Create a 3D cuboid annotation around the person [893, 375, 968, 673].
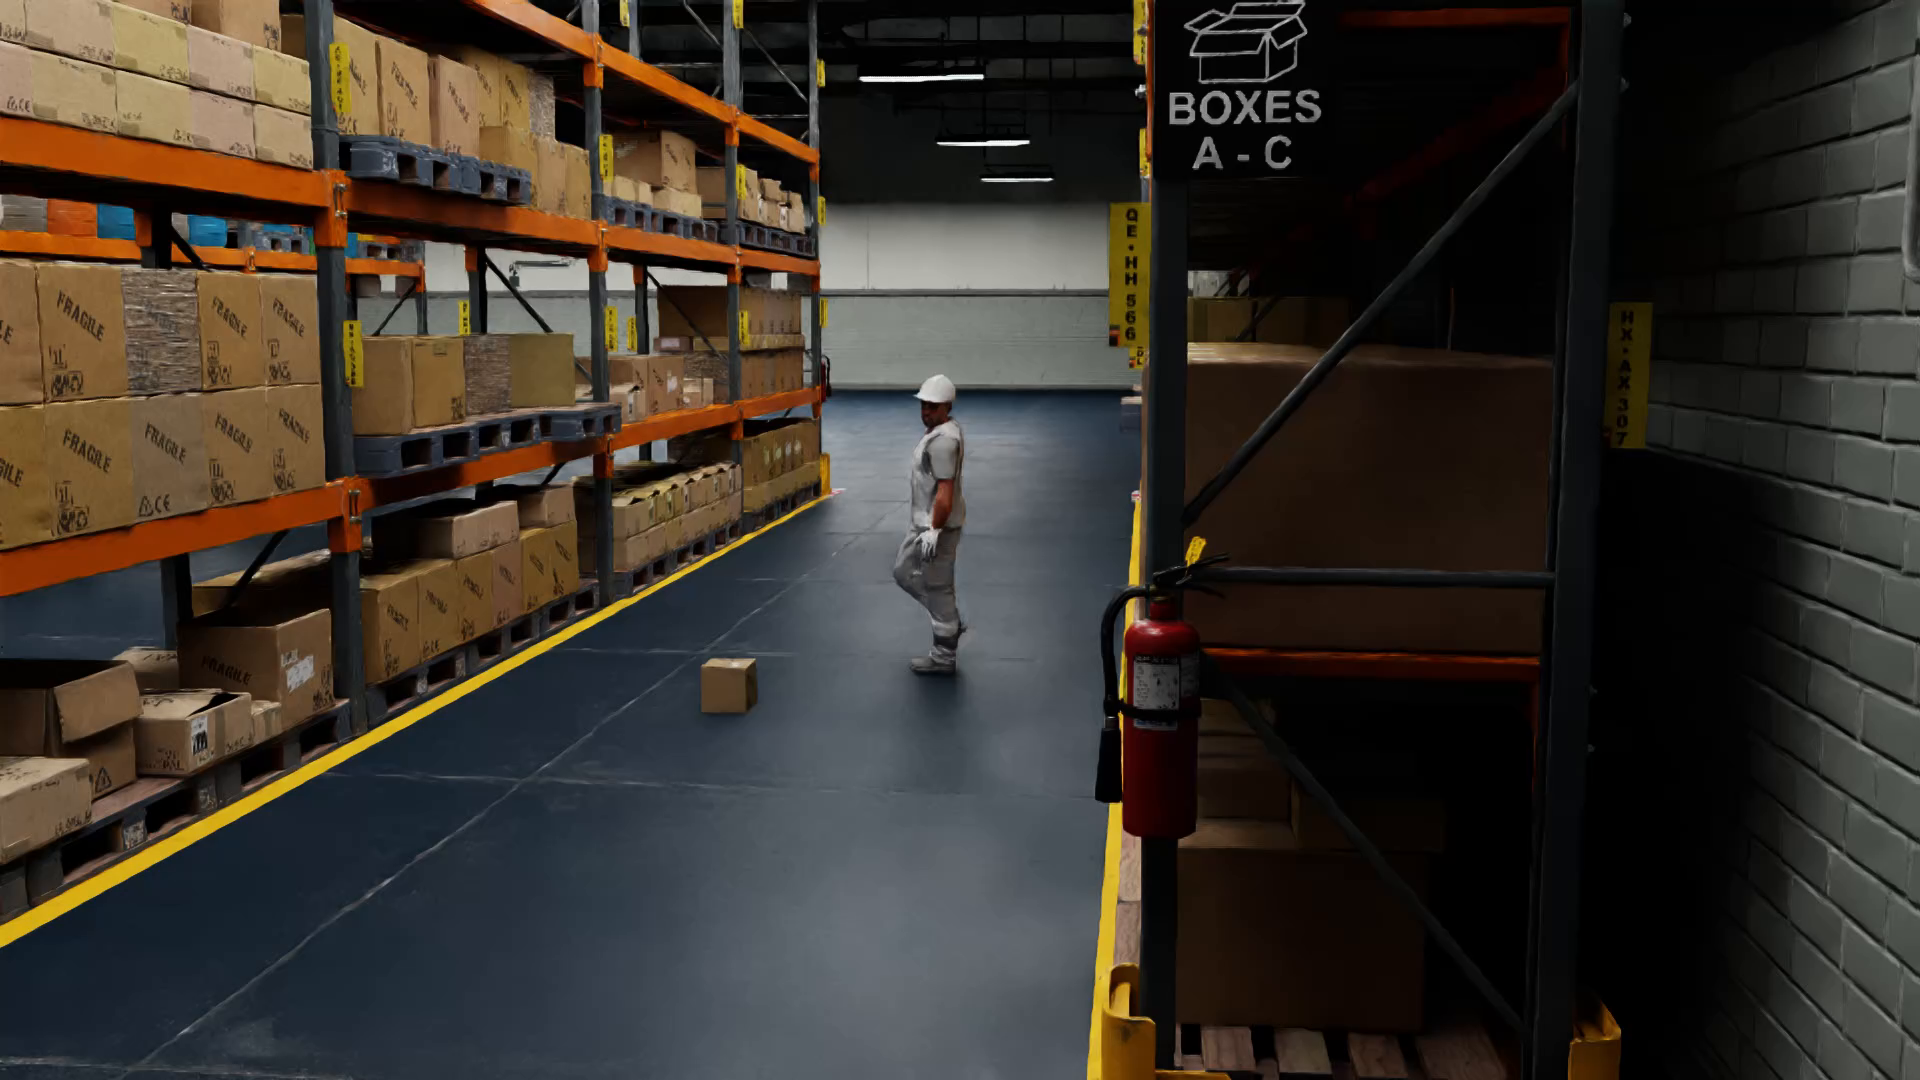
[{"bbox_3d":[-0.180,-0.078,9.736,0.452,1.767,0.728,0,7,2],"label":"person"}]
